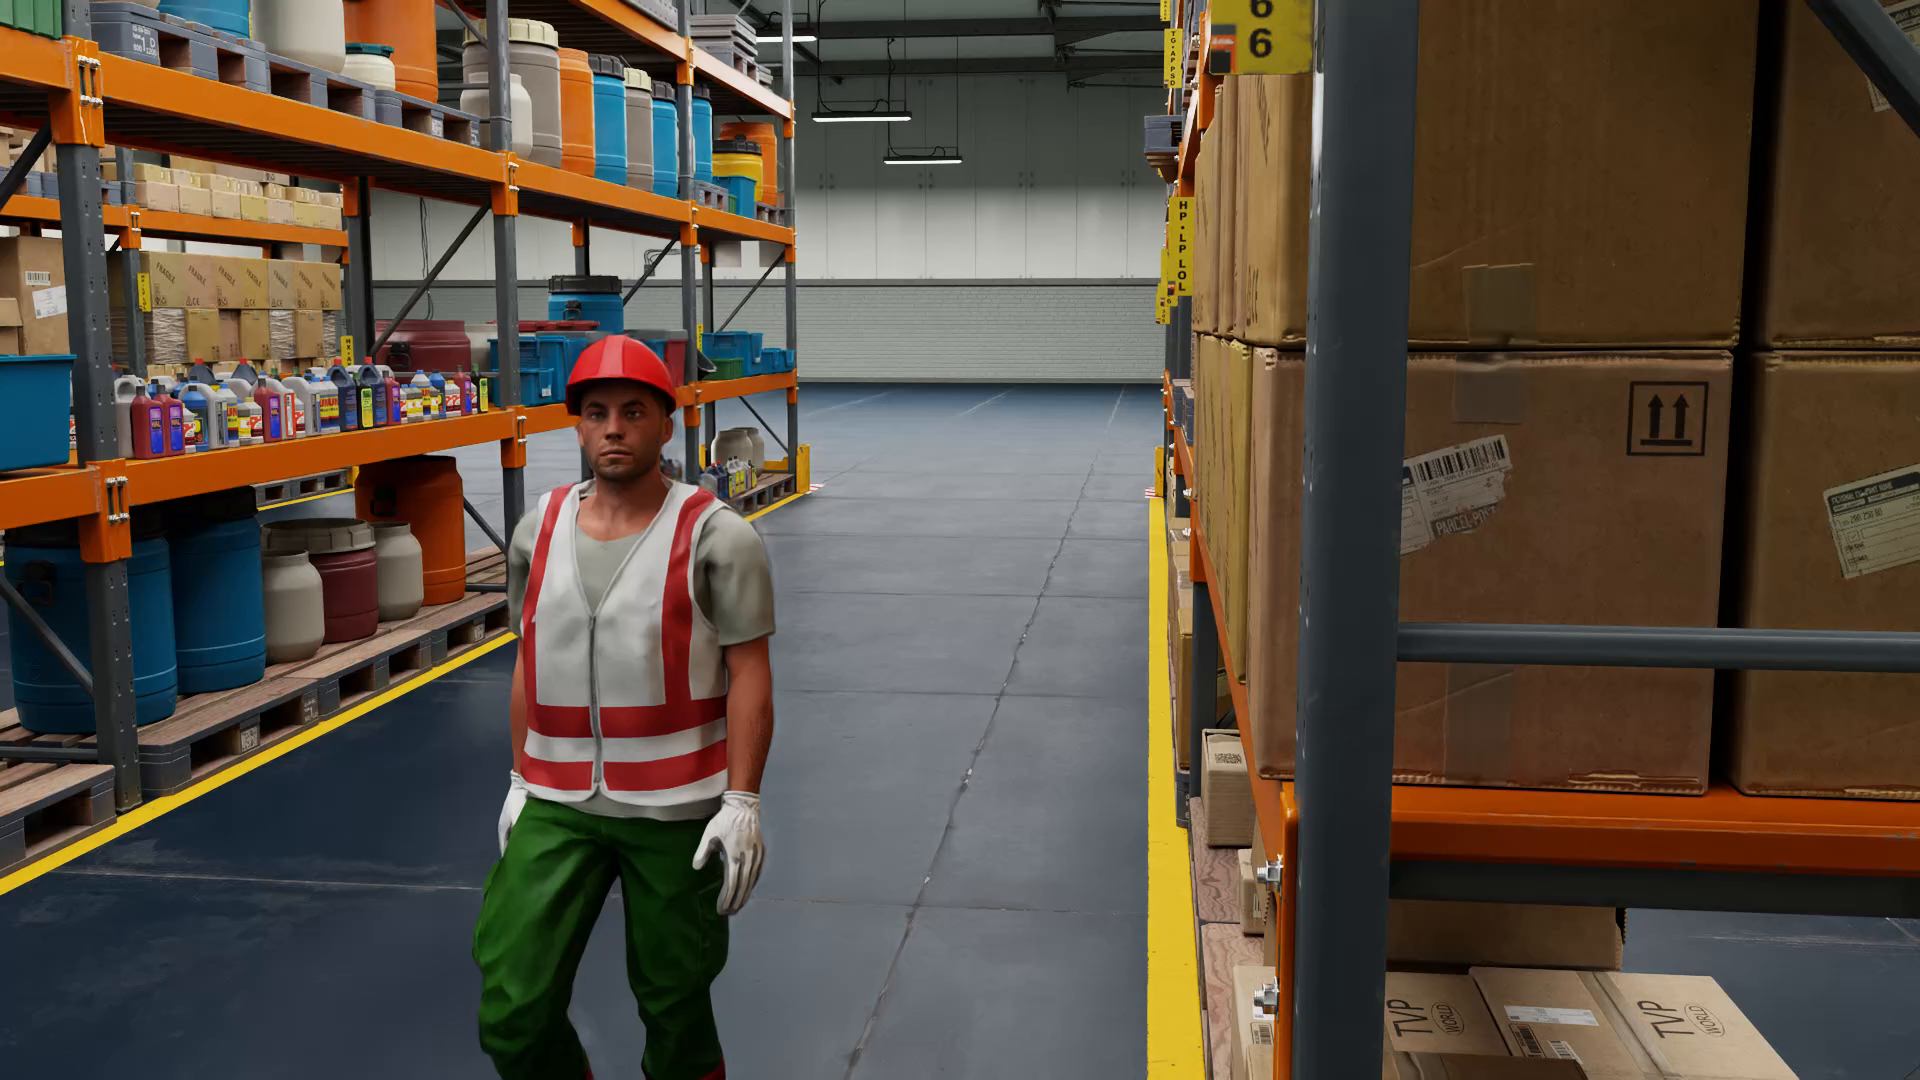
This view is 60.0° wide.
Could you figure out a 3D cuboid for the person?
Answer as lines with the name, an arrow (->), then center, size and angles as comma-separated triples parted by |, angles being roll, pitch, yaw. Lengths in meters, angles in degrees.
person -> -0.639, 0.538, 3.106 | 0.588, 1.831, 0.492 | 1, 8, 8
